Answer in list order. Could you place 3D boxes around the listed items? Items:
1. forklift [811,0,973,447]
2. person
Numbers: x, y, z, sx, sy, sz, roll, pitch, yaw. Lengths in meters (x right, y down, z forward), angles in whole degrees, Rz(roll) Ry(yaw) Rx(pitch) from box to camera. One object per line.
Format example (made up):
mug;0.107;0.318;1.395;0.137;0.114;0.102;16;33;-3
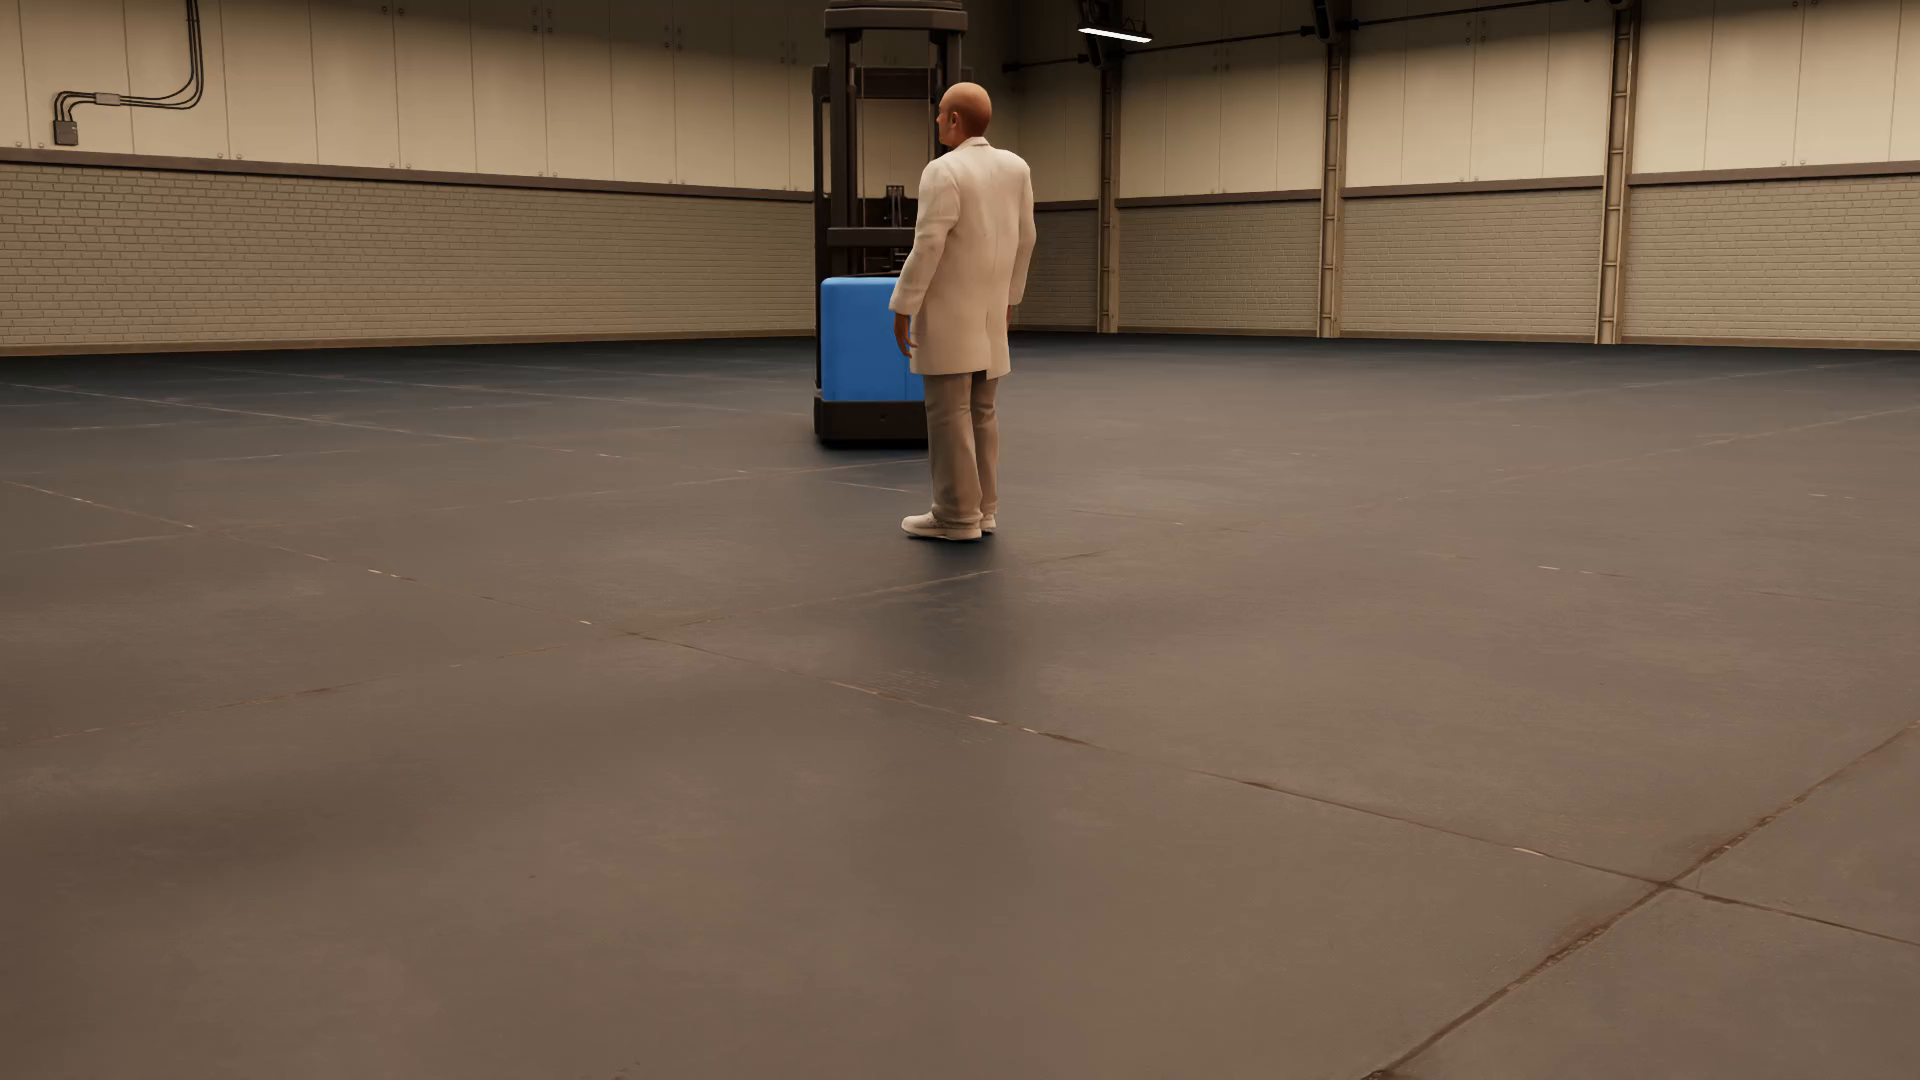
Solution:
forklift;-0.482;-2.232;11.699;1.130;2.935;3.031;-1;9;-6
person;-0.063;-0.896;6.649;0.578;1.777;0.698;8;12;43
